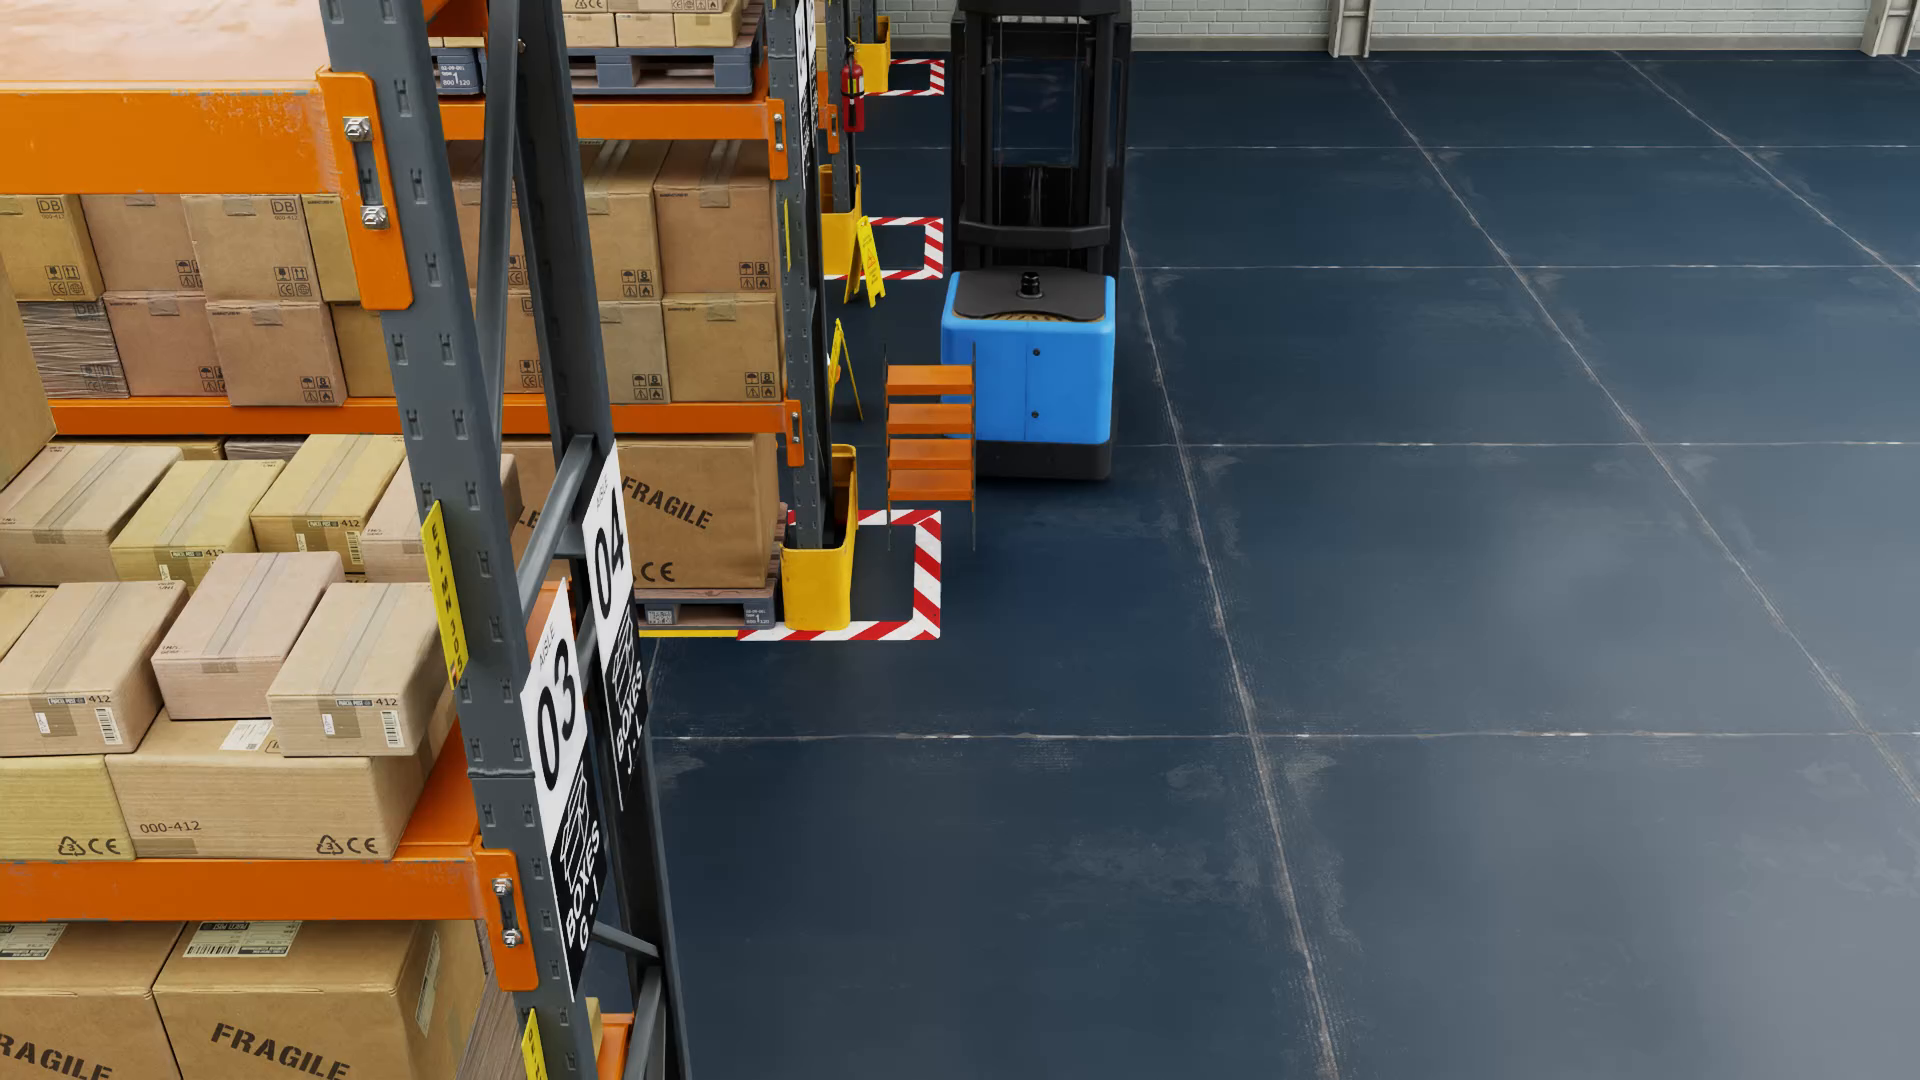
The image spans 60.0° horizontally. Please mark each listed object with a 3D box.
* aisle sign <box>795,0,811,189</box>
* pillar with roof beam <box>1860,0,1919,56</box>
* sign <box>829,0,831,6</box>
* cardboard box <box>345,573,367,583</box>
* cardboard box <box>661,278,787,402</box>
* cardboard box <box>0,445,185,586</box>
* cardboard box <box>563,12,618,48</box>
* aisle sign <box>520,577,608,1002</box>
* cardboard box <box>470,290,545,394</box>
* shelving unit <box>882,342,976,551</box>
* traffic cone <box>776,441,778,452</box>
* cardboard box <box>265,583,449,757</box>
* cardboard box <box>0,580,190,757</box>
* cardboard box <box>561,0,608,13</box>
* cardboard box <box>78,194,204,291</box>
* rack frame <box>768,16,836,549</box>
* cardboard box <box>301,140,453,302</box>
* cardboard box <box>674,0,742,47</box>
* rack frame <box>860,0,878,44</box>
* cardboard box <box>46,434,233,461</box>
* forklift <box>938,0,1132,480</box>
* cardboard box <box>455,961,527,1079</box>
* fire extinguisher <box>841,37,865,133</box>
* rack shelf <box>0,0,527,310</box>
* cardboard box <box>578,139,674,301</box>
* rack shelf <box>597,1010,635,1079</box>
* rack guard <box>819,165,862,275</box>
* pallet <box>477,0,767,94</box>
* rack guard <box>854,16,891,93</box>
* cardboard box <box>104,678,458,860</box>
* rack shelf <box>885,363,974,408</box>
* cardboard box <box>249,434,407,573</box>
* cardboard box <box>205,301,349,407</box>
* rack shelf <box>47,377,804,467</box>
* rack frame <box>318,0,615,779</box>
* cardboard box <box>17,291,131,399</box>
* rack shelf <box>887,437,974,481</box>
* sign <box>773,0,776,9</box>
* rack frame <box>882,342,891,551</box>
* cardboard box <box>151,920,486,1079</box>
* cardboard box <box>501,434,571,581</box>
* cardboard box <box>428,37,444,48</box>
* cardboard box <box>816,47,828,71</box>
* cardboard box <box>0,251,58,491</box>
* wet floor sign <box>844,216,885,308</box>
[{"bbox_3d":[-0.719,-2.059,7.635,0.004,0.787,0.394,0,31,0],"label":"aisle sign"},{"bbox_3d":[10.368,-7.080,12.632,0.400,9.000,9.100,0,31,0],"label":"pillar with roof beam"},{"bbox_3d":[-0.939,-4.012,11.940,0.005,0.325,0.100,0,31,0],"label":"sign"},{"bbox_3d":[-1.346,0.119,3.804,0.500,0.250,0.500,1,31,1],"label":"cardboard box"},{"bbox_3d":[-1.162,-1.142,8.486,0.550,0.550,0.875,0,31,0],"label":"cardboard box"},{"bbox_3d":[-1.924,-0.058,3.712,0.250,0.149,0.380,1,31,2],"label":"cardboard box"},{"bbox_3d":[-1.631,-2.322,7.423,0.250,0.149,0.380,0,31,0],"label":"cardboard box"},{"bbox_3d":[-0.799,0.514,3.394,0.004,0.787,0.394,0,31,0],"label":"aisle sign"},{"bbox_3d":[-2.273,-1.193,8.569,0.550,0.550,0.875,0,31,0],"label":"cardboard box"},{"bbox_3d":[-0.166,-0.512,9.327,0.503,1.200,0.258,0,31,0],"label":"shelving unit"},{"bbox_3d":[-1.331,-0.753,10.435,0.334,0.463,0.336,0,31,0],"label":"traffic cone"},{"bbox_3d":[-1.138,0.244,3.213,0.250,0.149,0.380,0,31,0],"label":"cardboard box"},{"bbox_3d":[-1.672,0.242,3.217,0.250,0.149,0.380,-1,31,-2],"label":"cardboard box"},{"bbox_3d":[-1.779,-2.523,7.371,0.500,0.250,0.500,0,31,0],"label":"cardboard box"},{"bbox_3d":[-3.873,-1.662,8.300,0.550,0.550,0.875,0,31,0],"label":"cardboard box"},{"bbox_3d":[-0.791,-1.103,8.565,0.127,3.000,1.000,0,31,0],"label":"rack frame"},{"bbox_3d":[-2.802,-1.598,8.195,0.500,0.550,0.875,0,31,0],"label":"cardboard box"},{"bbox_3d":[-1.122,-2.323,7.426,0.250,0.149,0.380,0,31,0],"label":"cardboard box"},{"bbox_3d":[-0.956,-6.245,17.040,0.127,3.000,1.000,0,31,0],"label":"rack frame"},{"bbox_3d":[-4.162,-0.327,8.930,0.875,0.875,0.875,0,31,0],"label":"cardboard box"},{"bbox_3d":[0.506,-2.356,10.696,1.130,2.935,3.031,2,31,4],"label":"forklift"},{"bbox_3d":[-1.413,1.288,4.242,0.500,0.500,0.875,0,31,0],"label":"cardboard box"},{"bbox_3d":[-0.805,-3.398,12.423,0.183,0.674,0.296,0,31,0],"label":"fire extinguisher"},{"bbox_3d":[-2.863,-0.779,2.945,4.000,0.370,1.077,0,31,0],"label":"rack shelf"},{"bbox_3d":[-1.712,-1.598,8.196,0.550,0.550,0.875,0,31,0],"label":"cardboard box"},{"bbox_3d":[-2.863,1.784,4.501,4.000,0.370,1.077,0,31,0],"label":"rack shelf"},{"bbox_3d":[-0.998,-2.601,13.445,0.348,0.500,1.175,0,31,0],"label":"rack guard"},{"bbox_3d":[-1.533,-2.340,7.797,1.213,0.211,1.003,0,31,0],"label":"pallet"},{"bbox_3d":[-0.932,-5.176,17.689,0.348,0.500,1.175,0,31,0],"label":"rack guard"},{"bbox_3d":[-1.343,0.385,3.365,0.500,0.250,0.500,1,31,1],"label":"cardboard box"},{"bbox_3d":[-0.166,-0.848,9.123,0.480,0.148,0.258,0,31,0],"label":"rack shelf"},{"bbox_3d":[-1.399,-0.087,3.759,0.250,0.149,0.380,0,31,1],"label":"cardboard box"},{"bbox_3d":[-3.332,-1.116,8.442,0.550,0.550,0.875,0,31,0],"label":"cardboard box"},{"bbox_3d":[-2.791,-0.789,8.742,4.000,0.370,1.077,0,31,0],"label":"rack shelf"},{"bbox_3d":[-0.863,-1.095,2.768,0.127,3.000,1.000,0,31,0],"label":"rack frame"},{"bbox_3d":[-4.423,-1.162,8.518,0.550,0.550,0.875,0,31,0],"label":"cardboard box"},{"bbox_3d":[-0.166,-0.455,9.362,0.480,0.148,0.258,0,31,0],"label":"rack shelf"},{"bbox_3d":[-0.802,-2.449,7.114,0.005,0.325,0.100,0,31,0],"label":"sign"},{"bbox_3d":[-0.410,-0.512,9.326,0.015,1.200,0.240,0,31,0],"label":"rack frame"},{"bbox_3d":[-1.411,1.003,3.748,0.500,0.500,0.500,0,31,0],"label":"cardboard box"},{"bbox_3d":[-2.349,-0.334,8.941,0.875,0.875,0.875,-1,31,-1],"label":"cardboard box"},{"bbox_3d":[-2.392,-2.320,7.420,0.250,0.149,0.380,0,31,0],"label":"cardboard box"},{"bbox_3d":[-1.424,-5.084,17.372,0.500,0.250,0.500,0,31,0],"label":"cardboard box"},{"bbox_3d":[-2.349,-0.331,3.537,0.500,0.500,0.500,0,31,0],"label":"cardboard box"},{"bbox_3d":[-0.726,-2.109,12.494,0.232,0.644,0.267,10,33,17],"label":"wet floor sign"}]
